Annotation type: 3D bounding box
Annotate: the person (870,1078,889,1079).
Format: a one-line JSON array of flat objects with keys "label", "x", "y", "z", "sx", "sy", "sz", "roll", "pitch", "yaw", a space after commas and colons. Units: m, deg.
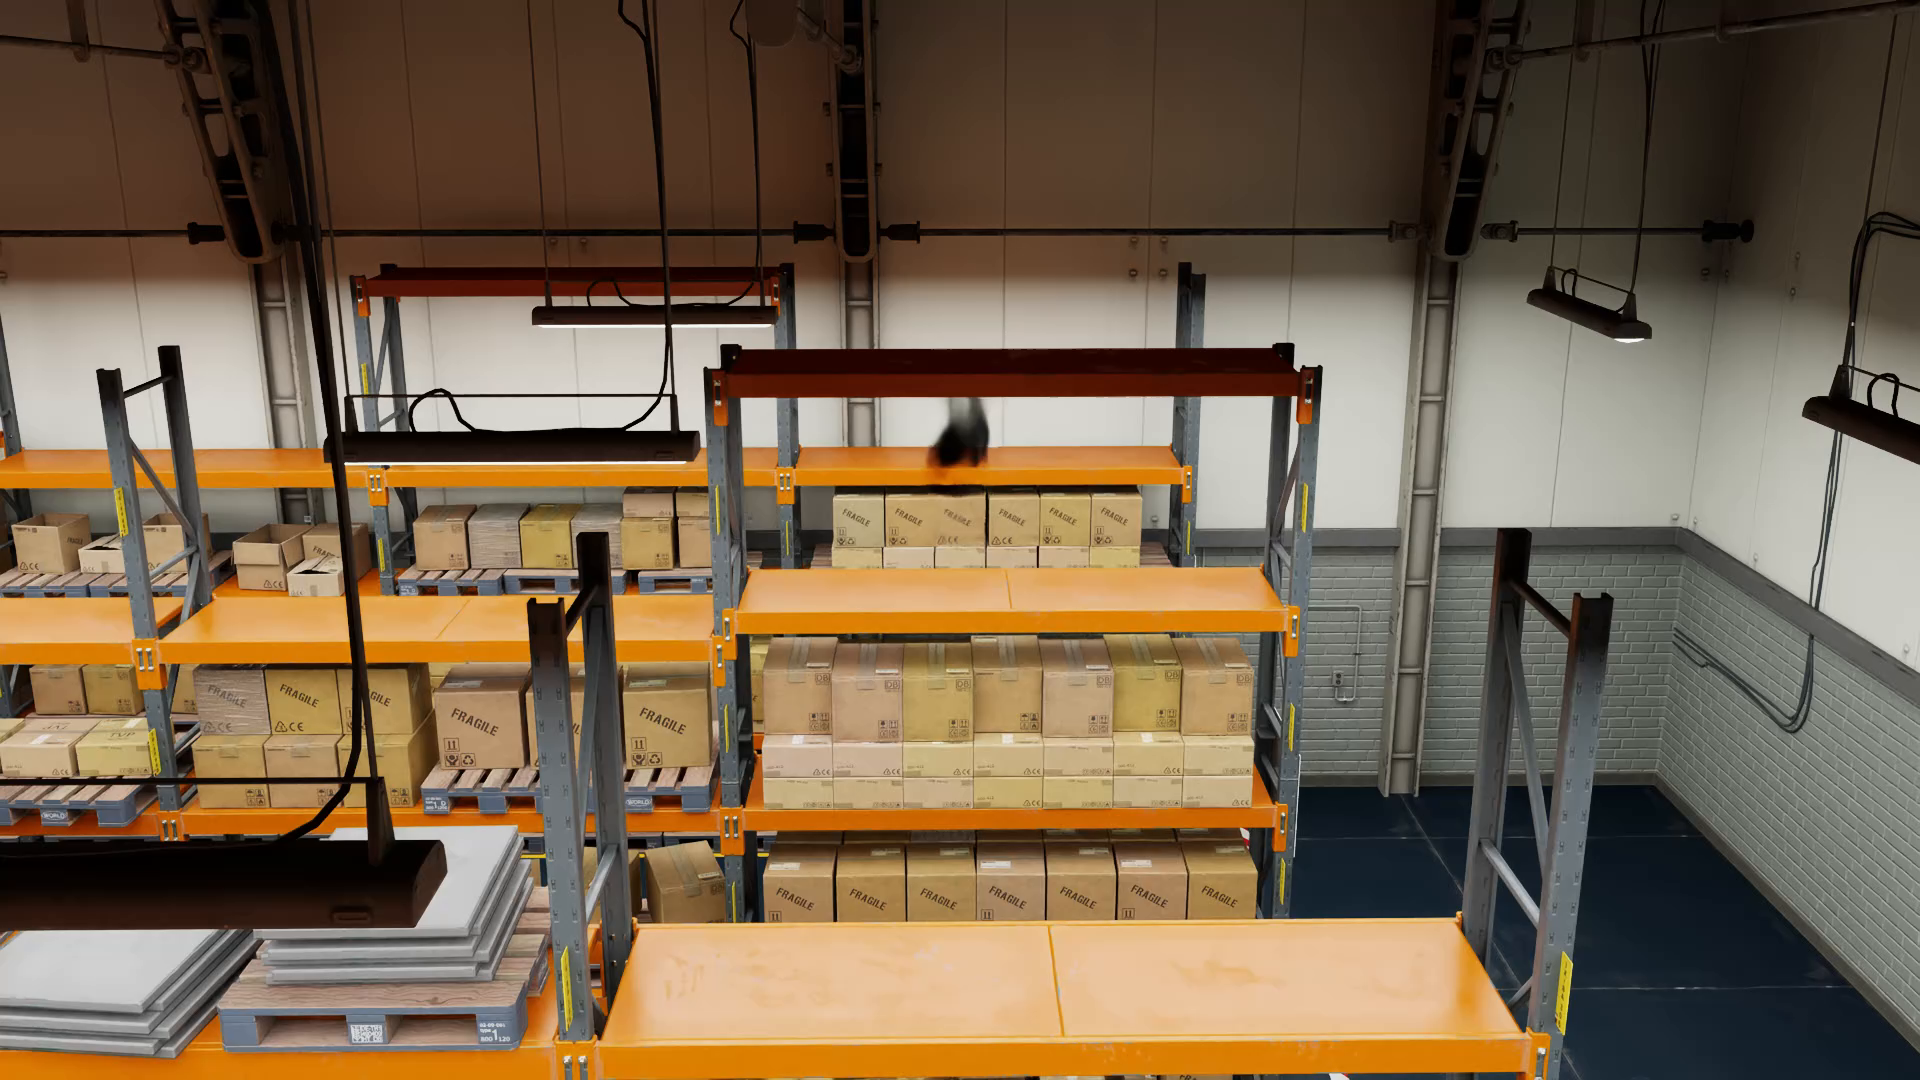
[{"label": "person", "x": -0.417, "y": 4.280, "z": 11.015, "sx": 0.552, "sy": 1.638, "sz": 0.744, "roll": 6, "pitch": 17, "yaw": 20}]
